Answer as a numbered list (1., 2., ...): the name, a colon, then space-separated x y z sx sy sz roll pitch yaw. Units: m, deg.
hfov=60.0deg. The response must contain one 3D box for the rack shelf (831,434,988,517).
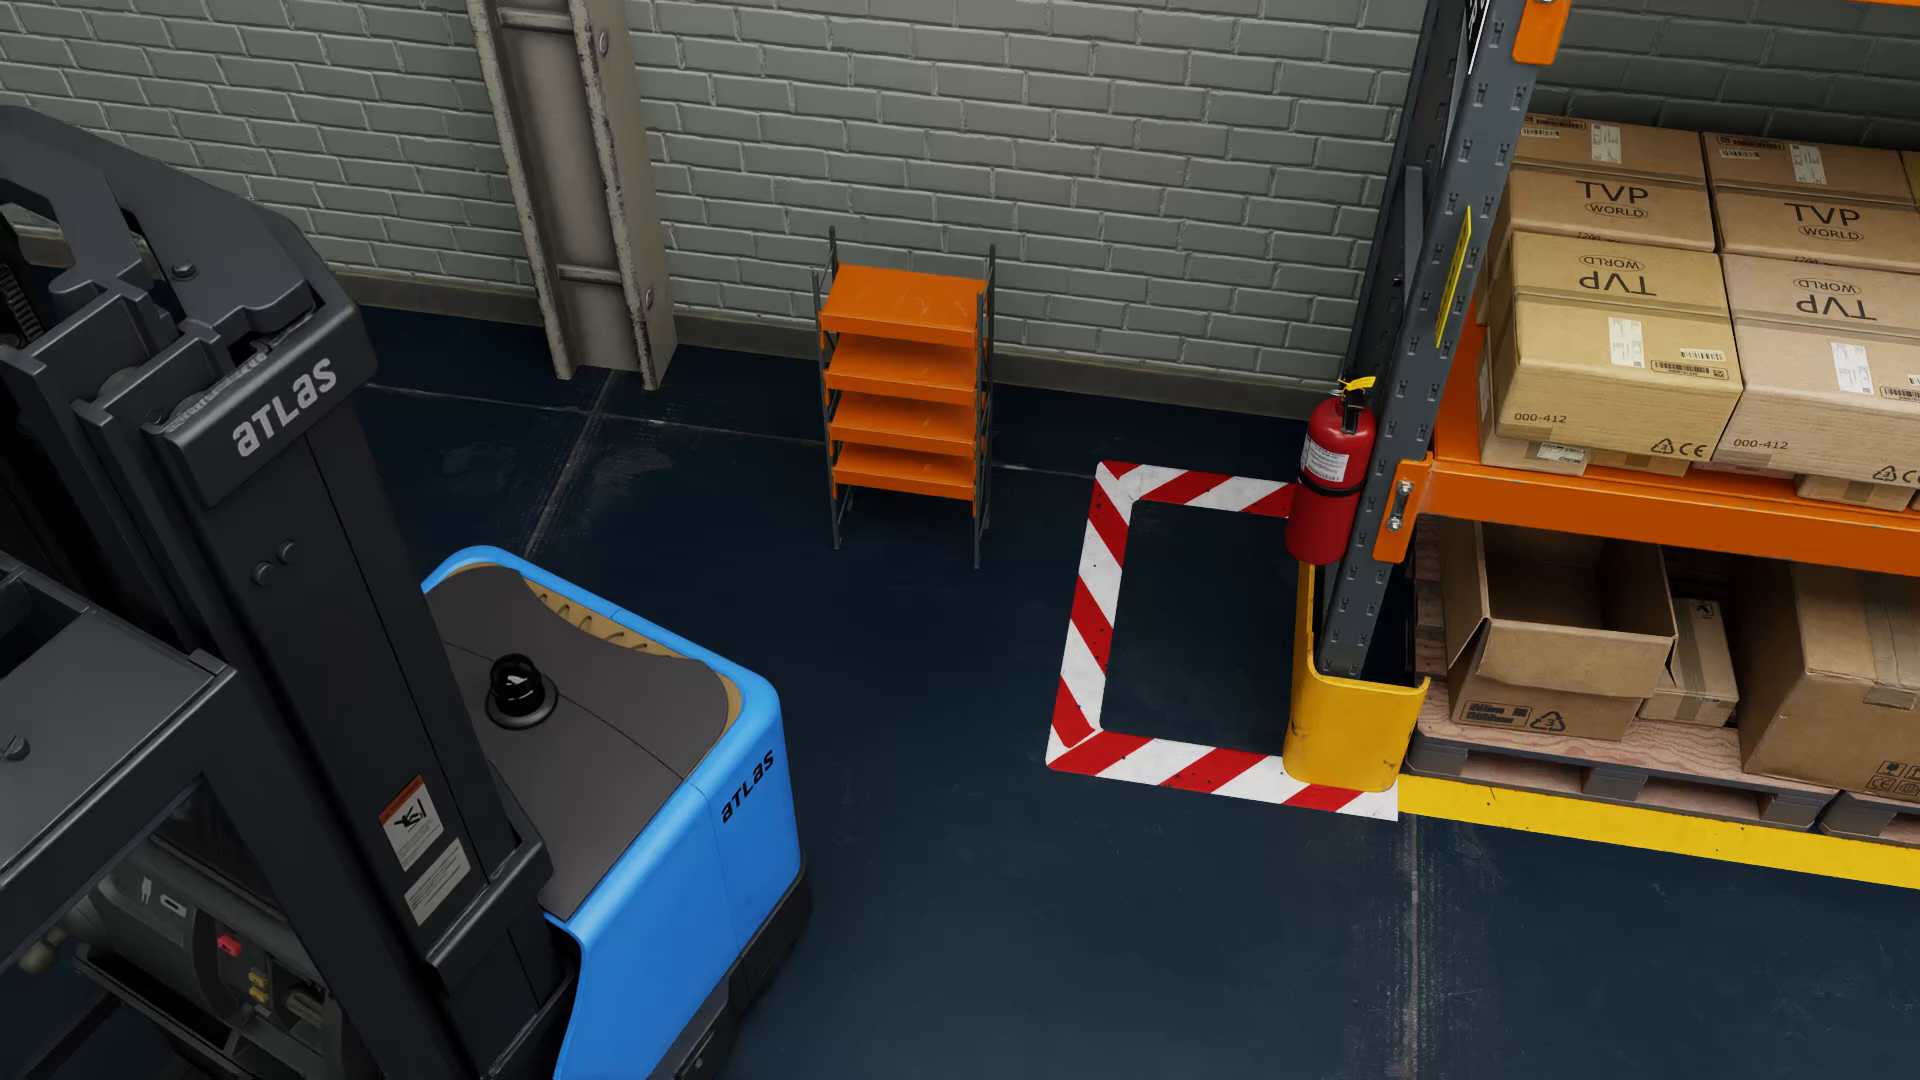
1. rack shelf: -0.163 -0.245 5.521 0.480 0.148 0.258 8 49 7

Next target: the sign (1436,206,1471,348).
1. sign: 1.087 -0.578 3.671 0.005 0.325 0.100 8 49 7

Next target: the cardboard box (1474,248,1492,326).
1. cardboard box: 1.558 -0.755 4.581 0.250 0.149 0.380 7 48 6

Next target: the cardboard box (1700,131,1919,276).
1. cardboard box: 2.191 -0.800 4.353 0.500 0.250 0.500 8 49 7

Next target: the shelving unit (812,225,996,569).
1. shelving unit: -0.163 -0.423 5.323 0.503 1.200 0.258 8 49 7

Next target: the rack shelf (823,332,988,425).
1. rack shelf: -0.163 -0.527 5.207 0.480 0.148 0.258 8 49 7

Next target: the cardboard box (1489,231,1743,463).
1. cardboard box: 1.582 -0.478 4.064 0.500 0.250 0.500 8 49 7

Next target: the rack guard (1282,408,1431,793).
1. rack guard: 1.259 0.159 5.271 0.348 0.500 1.175 8 49 7

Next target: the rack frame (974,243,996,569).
1. rack frame: 0.077 -0.391 5.294 0.015 1.200 0.240 8 49 7

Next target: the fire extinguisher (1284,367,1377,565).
1. fire extinguisher: 0.957 -0.217 4.231 0.183 0.674 0.296 8 49 7

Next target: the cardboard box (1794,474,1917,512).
1. cardboard box: 2.220 -0.270 4.145 0.250 0.149 0.380 9 49 8

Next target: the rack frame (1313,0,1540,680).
1. rack frame: 1.184 -0.686 4.350 0.127 3.000 1.000 8 49 7

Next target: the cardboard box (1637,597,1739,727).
1. cardboard box: 2.180 0.361 5.043 0.250 0.149 0.380 6 48 5

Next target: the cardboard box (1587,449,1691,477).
1. cardboard box: 1.717 -0.358 4.224 0.250 0.149 0.380 9 49 8

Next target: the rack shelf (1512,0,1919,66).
1. rack shelf: 3.152 -1.184 3.264 4.000 0.370 1.077 8 49 7

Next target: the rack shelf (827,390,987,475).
1. rack shelf: -0.163 -0.378 5.373 0.480 0.148 0.258 8 49 7

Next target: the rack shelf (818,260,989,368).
1. rack shelf: -0.163 -0.686 5.031 0.480 0.148 0.258 8 49 7

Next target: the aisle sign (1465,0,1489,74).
1. aisle sign: 1.064 -1.349 3.198 0.004 0.787 0.394 8 49 7

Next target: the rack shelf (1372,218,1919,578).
1. rack shelf: 3.152 -0.181 4.380 4.000 0.370 1.077 8 49 7

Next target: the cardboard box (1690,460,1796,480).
1. cardboard box: 1.982 -0.349 4.216 0.250 0.149 0.380 7 48 6

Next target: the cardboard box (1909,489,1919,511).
1. cardboard box: 2.482 -0.239 4.117 0.250 0.149 0.380 8 49 7

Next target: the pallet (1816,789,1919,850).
1. pallet: 3.240 0.524 5.138 1.213 0.211 1.003 8 49 7

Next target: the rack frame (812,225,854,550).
1. rack frame: -0.403 -0.455 5.352 0.015 1.200 0.240 8 49 7

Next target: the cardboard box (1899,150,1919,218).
1. cardboard box: 2.677 -0.731 4.291 0.500 0.250 0.500 9 49 8

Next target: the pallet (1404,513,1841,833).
1. pallet: 2.043 0.361 5.284 1.213 0.211 1.003 8 49 7

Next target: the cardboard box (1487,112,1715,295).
1. cardboard box: 1.684 -0.869 4.415 0.500 0.250 0.500 9 49 8

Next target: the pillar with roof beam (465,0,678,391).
1. pillar with roof beam: -2.075 -0.557 0.200 0.400 9.000 9.100 8 49 7

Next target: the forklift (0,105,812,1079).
1. forklift: -1.597 0.855 3.011 1.130 2.935 3.031 23 52 20

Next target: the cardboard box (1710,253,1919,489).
1. cardboard box: 2.079 -0.412 4.004 0.500 0.250 0.500 8 49 7

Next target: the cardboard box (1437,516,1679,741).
1. cardboard box: 1.769 0.158 4.987 0.637 0.503 0.797 6 48 5

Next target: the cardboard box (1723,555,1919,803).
1. cardboard box: 2.603 0.301 4.861 0.500 0.500 0.700 9 49 8

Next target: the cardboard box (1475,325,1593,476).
1. cardboard box: 1.459 -0.358 4.224 0.250 0.149 0.380 7 48 7
